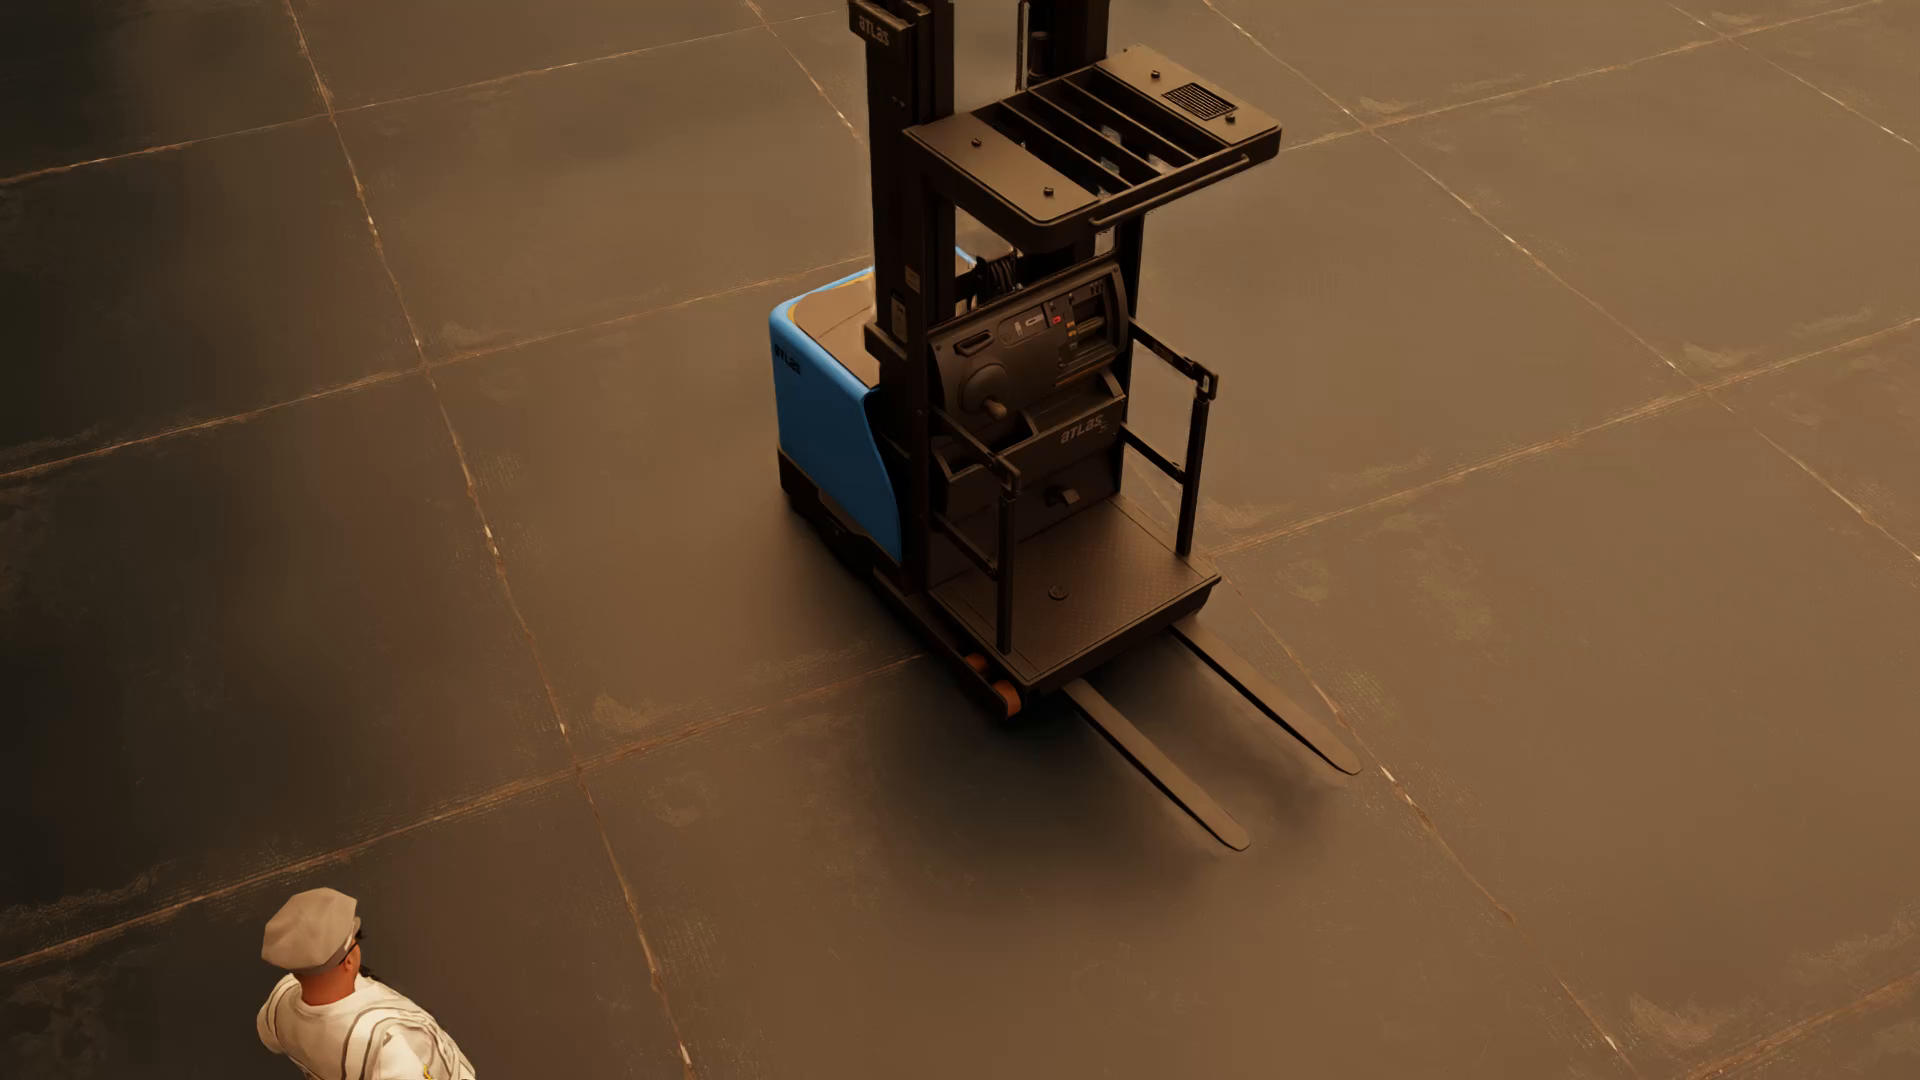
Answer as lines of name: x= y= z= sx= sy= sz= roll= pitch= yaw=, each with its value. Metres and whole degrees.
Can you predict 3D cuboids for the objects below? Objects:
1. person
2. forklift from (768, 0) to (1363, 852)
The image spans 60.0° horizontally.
person: x=-1.621 y=1.677 z=4.819 sx=0.902 sy=1.669 sz=0.507 roll=24 pitch=48 yaw=24
forklift: x=0.415 y=-0.702 z=6.432 sx=1.130 sy=2.935 sz=3.031 roll=-27 pitch=49 yaw=-26
